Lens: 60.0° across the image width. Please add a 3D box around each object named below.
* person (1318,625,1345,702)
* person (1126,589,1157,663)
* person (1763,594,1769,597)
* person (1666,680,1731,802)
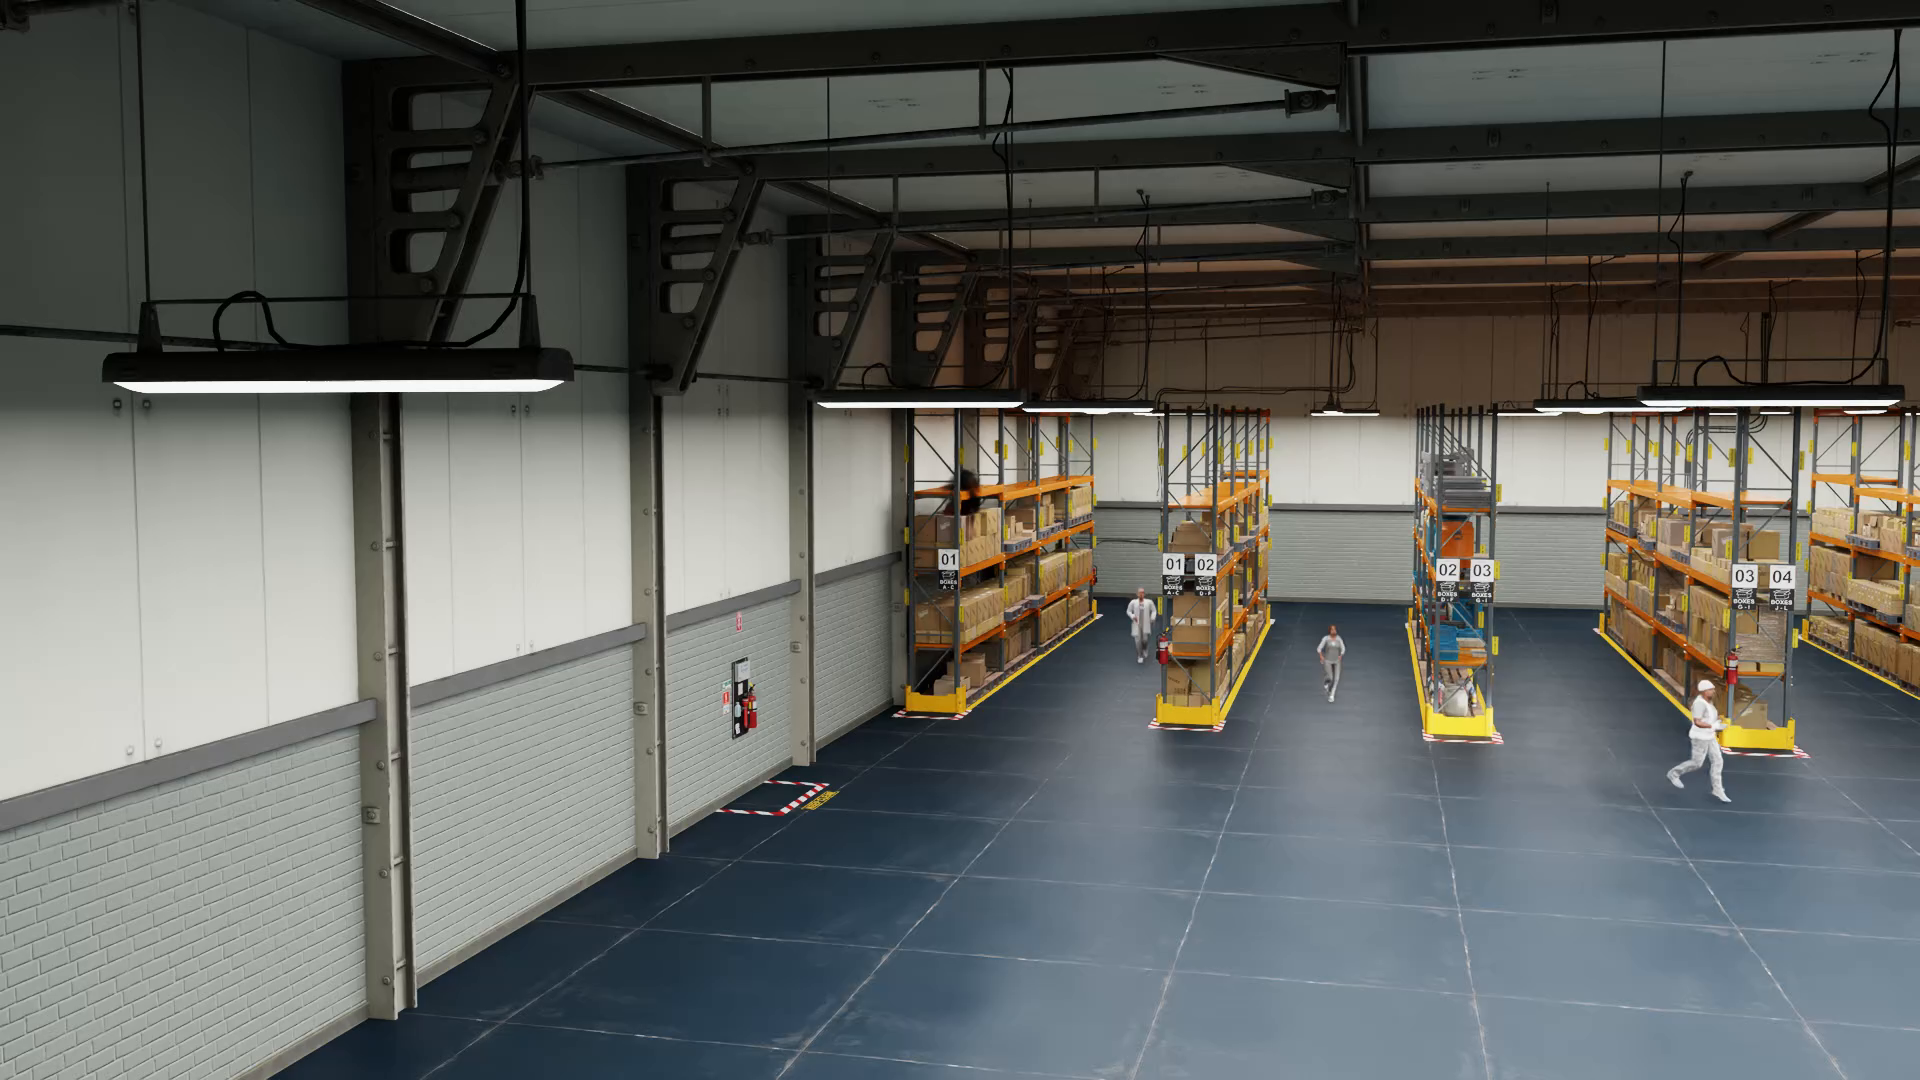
[{"bbox_3d":[7.562,2.500,33.812,0.547,1.565,0.541,0,4,1],"label":"person"},{"bbox_3d":[4.263,2.014,39.089,0.705,1.737,0.631,1,4,8],"label":"person"},{"bbox_3d":[20.477,1.768,42.250,0.651,1.828,0.747,1,4,16],"label":"person"},{"bbox_3d":[11.190,3.018,25.144,0.949,1.828,0.715,4,5,40],"label":"person"}]
